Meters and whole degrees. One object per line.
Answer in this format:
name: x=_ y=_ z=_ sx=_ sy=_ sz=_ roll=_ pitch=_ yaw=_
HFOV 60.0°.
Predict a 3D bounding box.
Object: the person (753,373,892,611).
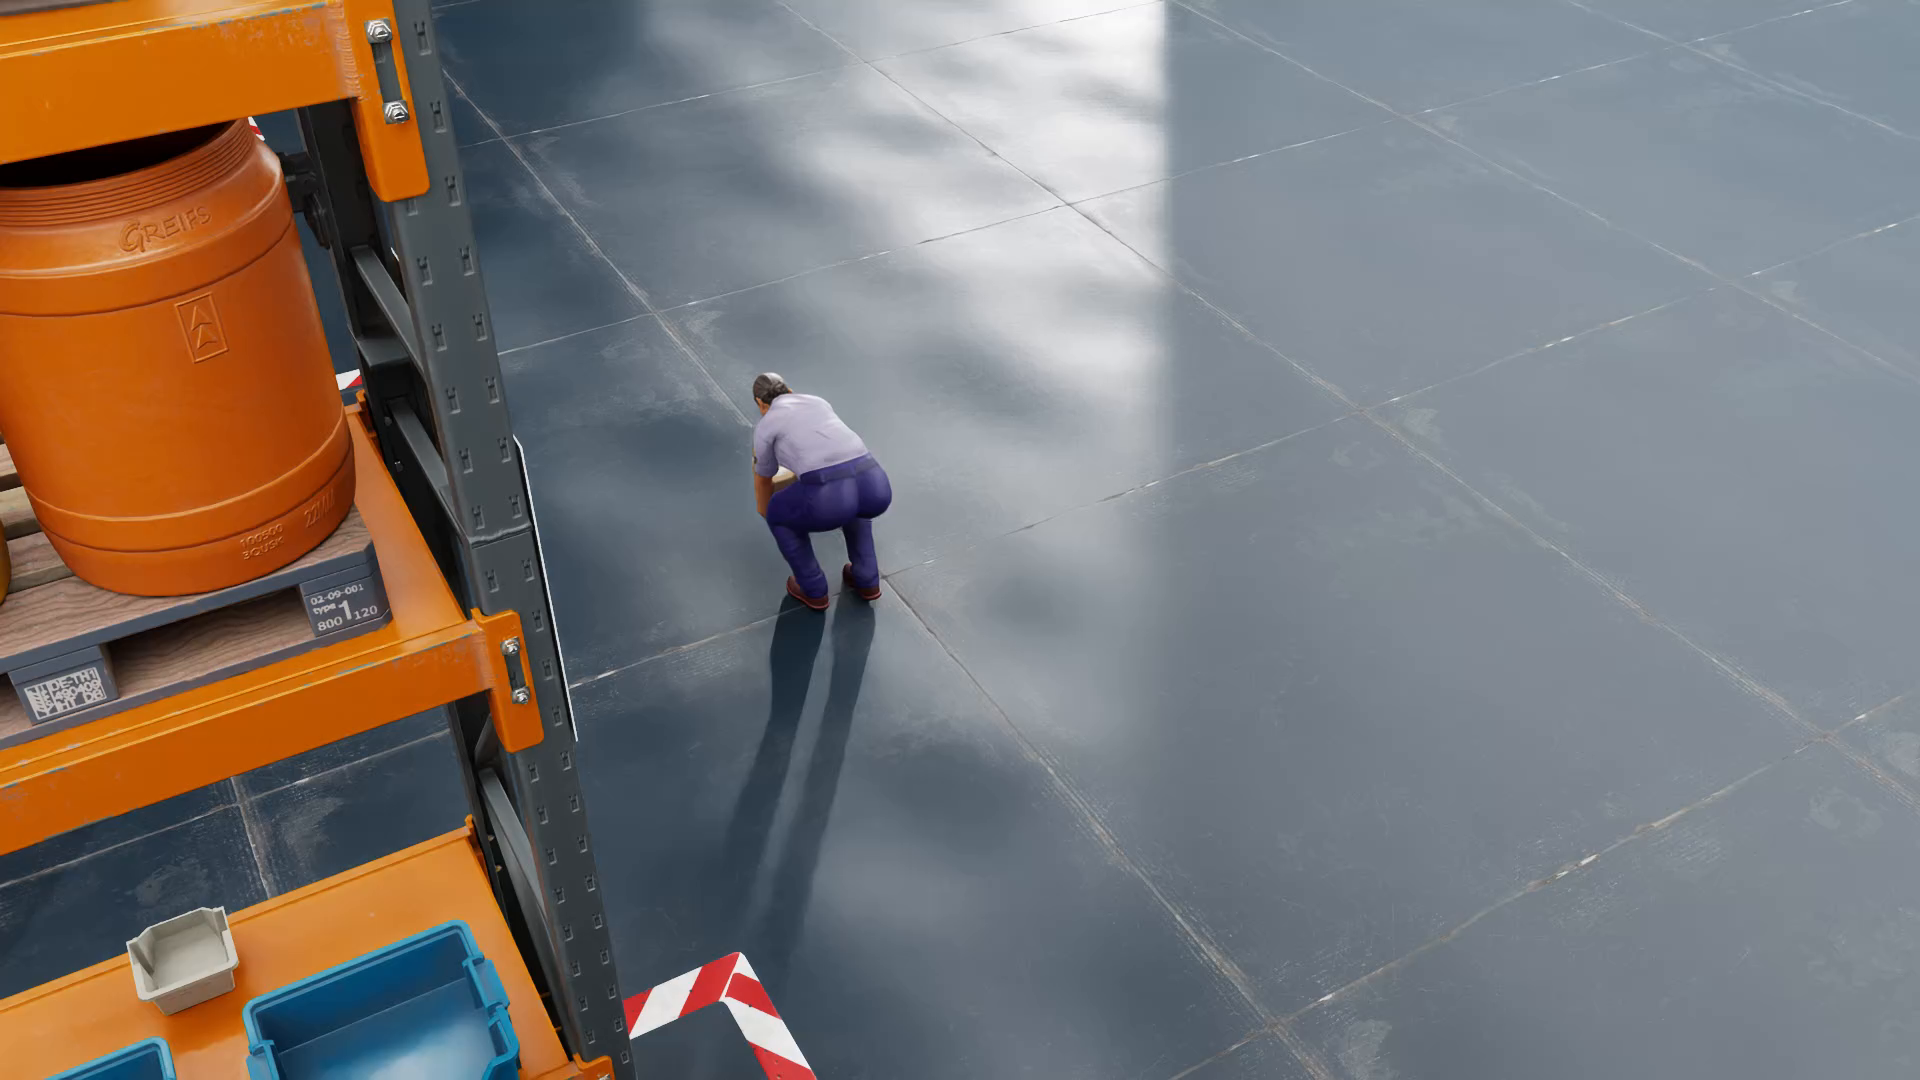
person: x=-0.671 y=-0.209 z=7.769 sx=0.505 sy=0.987 sz=0.892 roll=-21 pitch=42 yaw=-26
